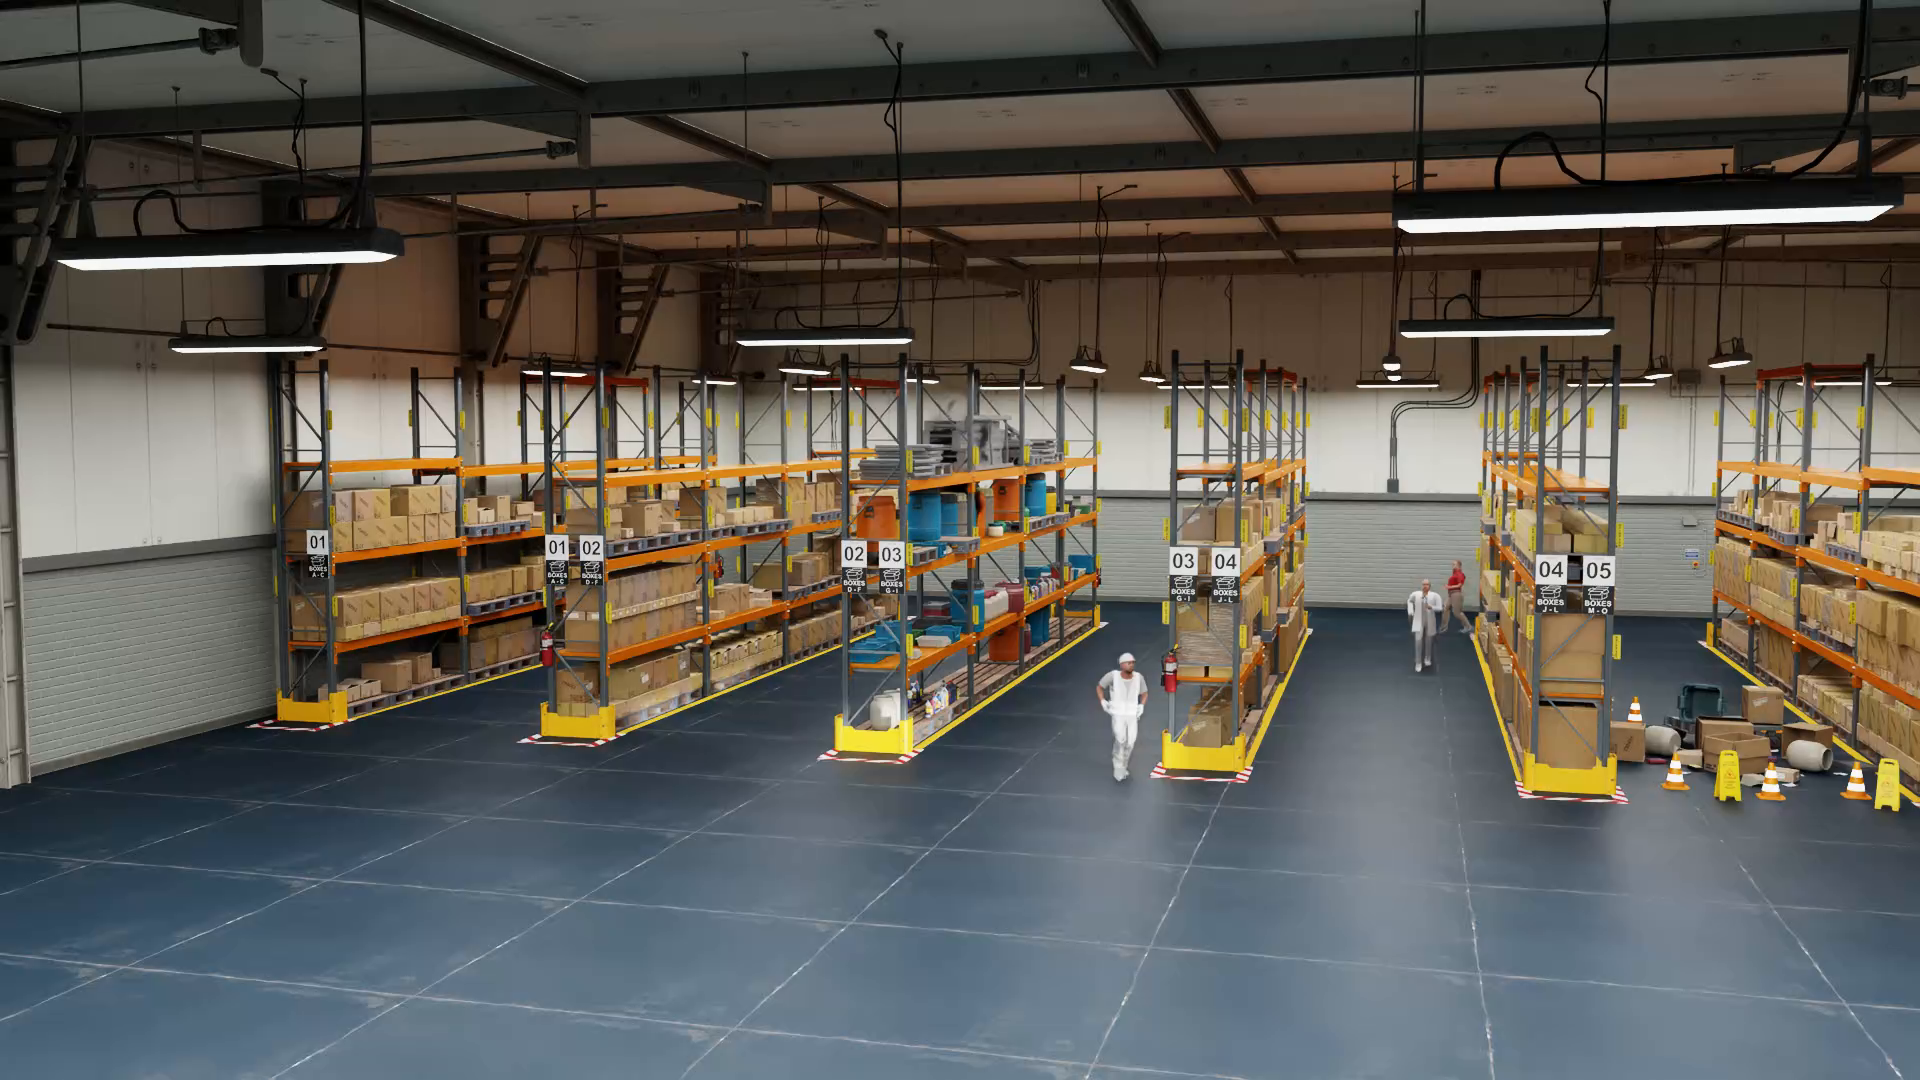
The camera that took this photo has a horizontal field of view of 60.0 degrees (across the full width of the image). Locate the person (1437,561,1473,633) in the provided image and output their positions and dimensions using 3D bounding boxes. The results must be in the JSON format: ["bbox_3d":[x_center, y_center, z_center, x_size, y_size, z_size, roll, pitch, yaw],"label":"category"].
[{"bbox_3d":[11.577,1.357,38.932,0.834,1.762,0.676,0,4,4],"label":"person"}]

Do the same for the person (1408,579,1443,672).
[{"bbox_3d":[9.340,1.700,33.424,0.680,1.833,0.867,1,4,16],"label":"person"}]

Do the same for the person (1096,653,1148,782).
[{"bbox_3d":[2.298,2.457,23.198,0.700,1.773,0.639,-1,4,-11],"label":"person"}]
